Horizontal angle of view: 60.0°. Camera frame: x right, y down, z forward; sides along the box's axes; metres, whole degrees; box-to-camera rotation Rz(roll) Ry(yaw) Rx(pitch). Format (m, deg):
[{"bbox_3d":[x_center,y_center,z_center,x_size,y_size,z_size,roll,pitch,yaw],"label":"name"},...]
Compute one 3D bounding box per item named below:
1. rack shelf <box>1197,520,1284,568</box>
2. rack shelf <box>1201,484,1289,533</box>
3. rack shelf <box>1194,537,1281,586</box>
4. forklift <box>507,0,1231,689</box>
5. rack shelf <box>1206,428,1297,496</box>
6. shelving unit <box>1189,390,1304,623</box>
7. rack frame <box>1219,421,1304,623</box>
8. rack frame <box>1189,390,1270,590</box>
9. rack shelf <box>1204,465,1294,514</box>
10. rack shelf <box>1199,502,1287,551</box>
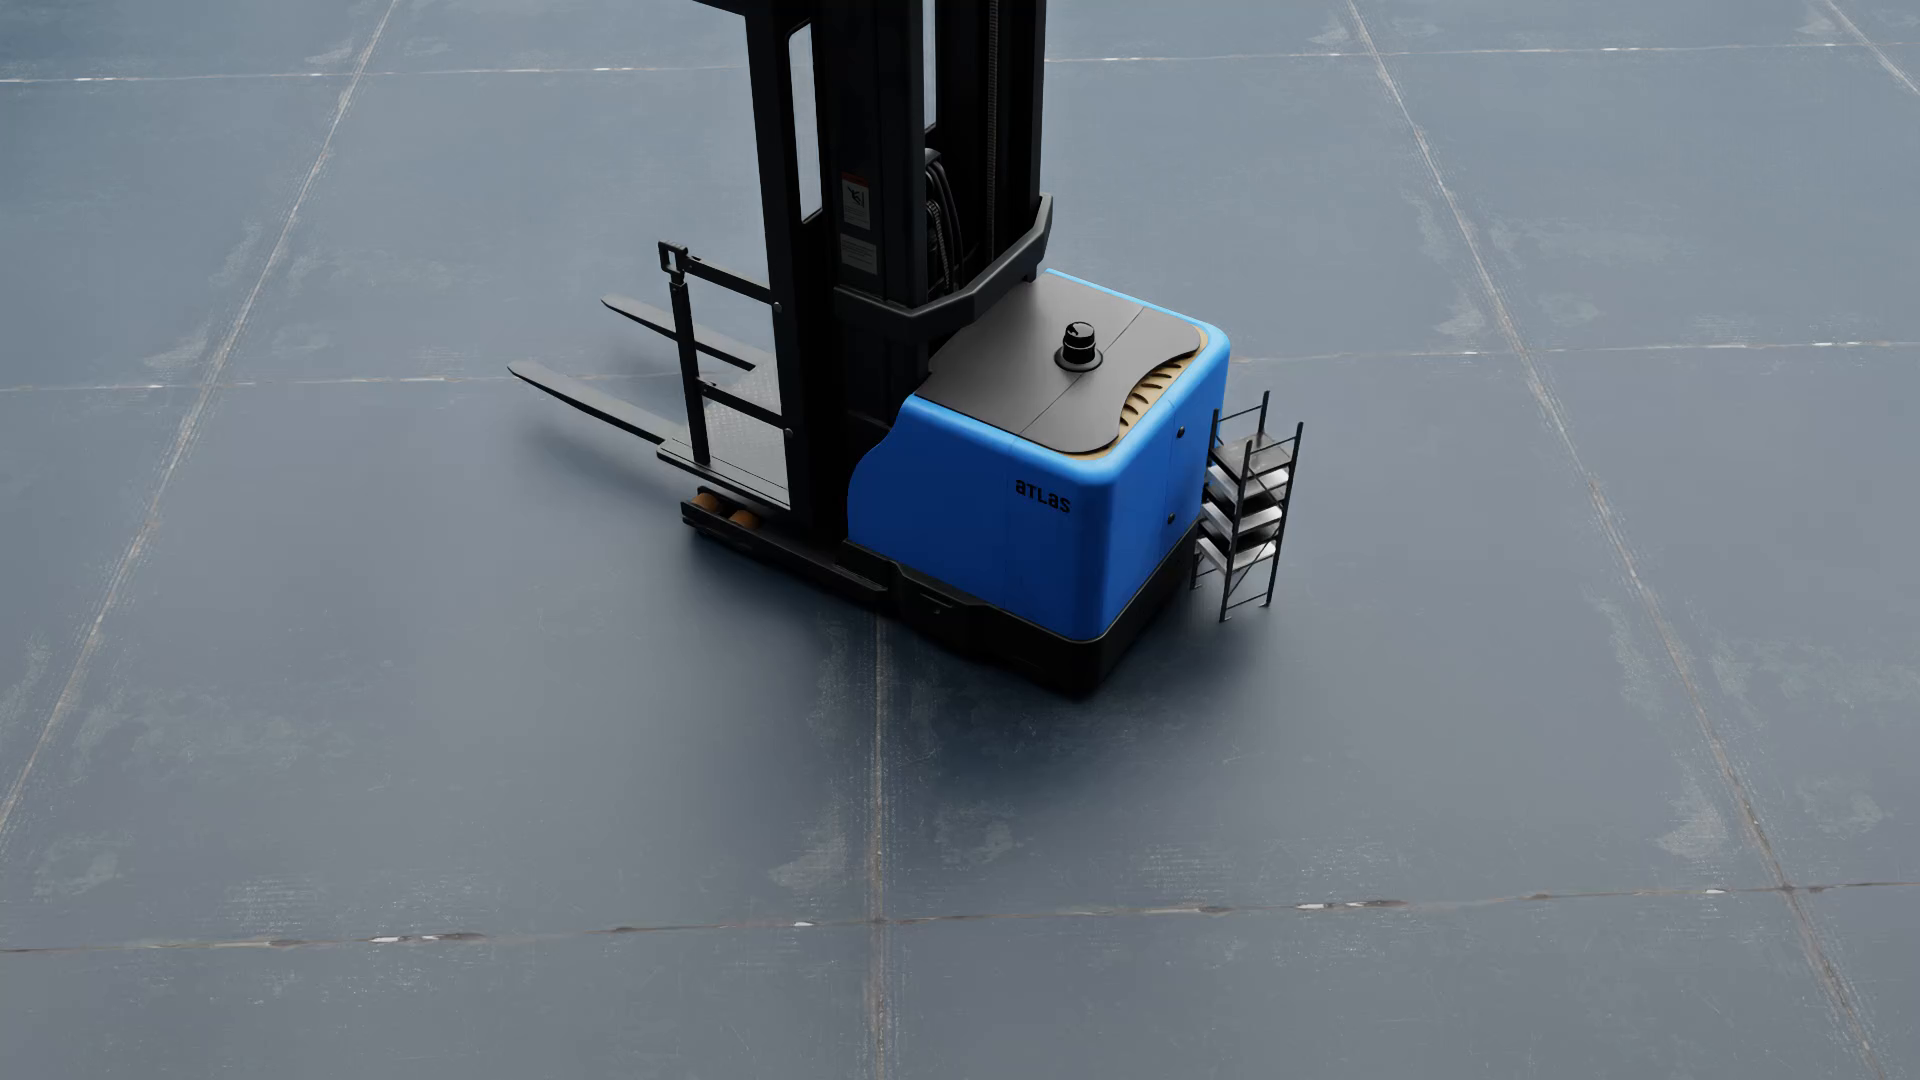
[{"bbox_3d":[1.058,-0.021,6.288,0.258,0.077,0.200,-20,46,-20],"label":"rack shelf"},{"bbox_3d":[1.058,-0.153,6.166,0.258,0.077,0.200,-20,46,-20],"label":"rack shelf"},{"bbox_3d":[1.058,0.046,6.349,0.258,0.077,0.200,-20,46,-20],"label":"rack shelf"},{"bbox_3d":[-0.525,-1.309,6.009,3.031,2.935,1.130,24,47,24],"label":"forklift"},{"bbox_3d":[1.058,-0.285,6.044,0.258,0.077,0.200,-20,46,-20],"label":"rack shelf"},{"bbox_3d":[1.058,-0.111,6.205,0.258,0.900,0.210,-20,46,-20],"label":"shelving unit"},{"bbox_3d":[1.106,-0.050,6.139,0.240,0.900,0.006,-20,46,-20],"label":"rack frame"},{"bbox_3d":[1.010,-0.172,6.271,0.240,0.900,0.006,-20,46,-20],"label":"rack frame"},{"bbox_3d":[1.058,-0.219,6.105,0.258,0.077,0.200,-20,46,-20],"label":"rack shelf"},{"bbox_3d":[1.058,-0.087,6.227,0.258,0.077,0.200,-20,46,-20],"label":"rack shelf"}]
